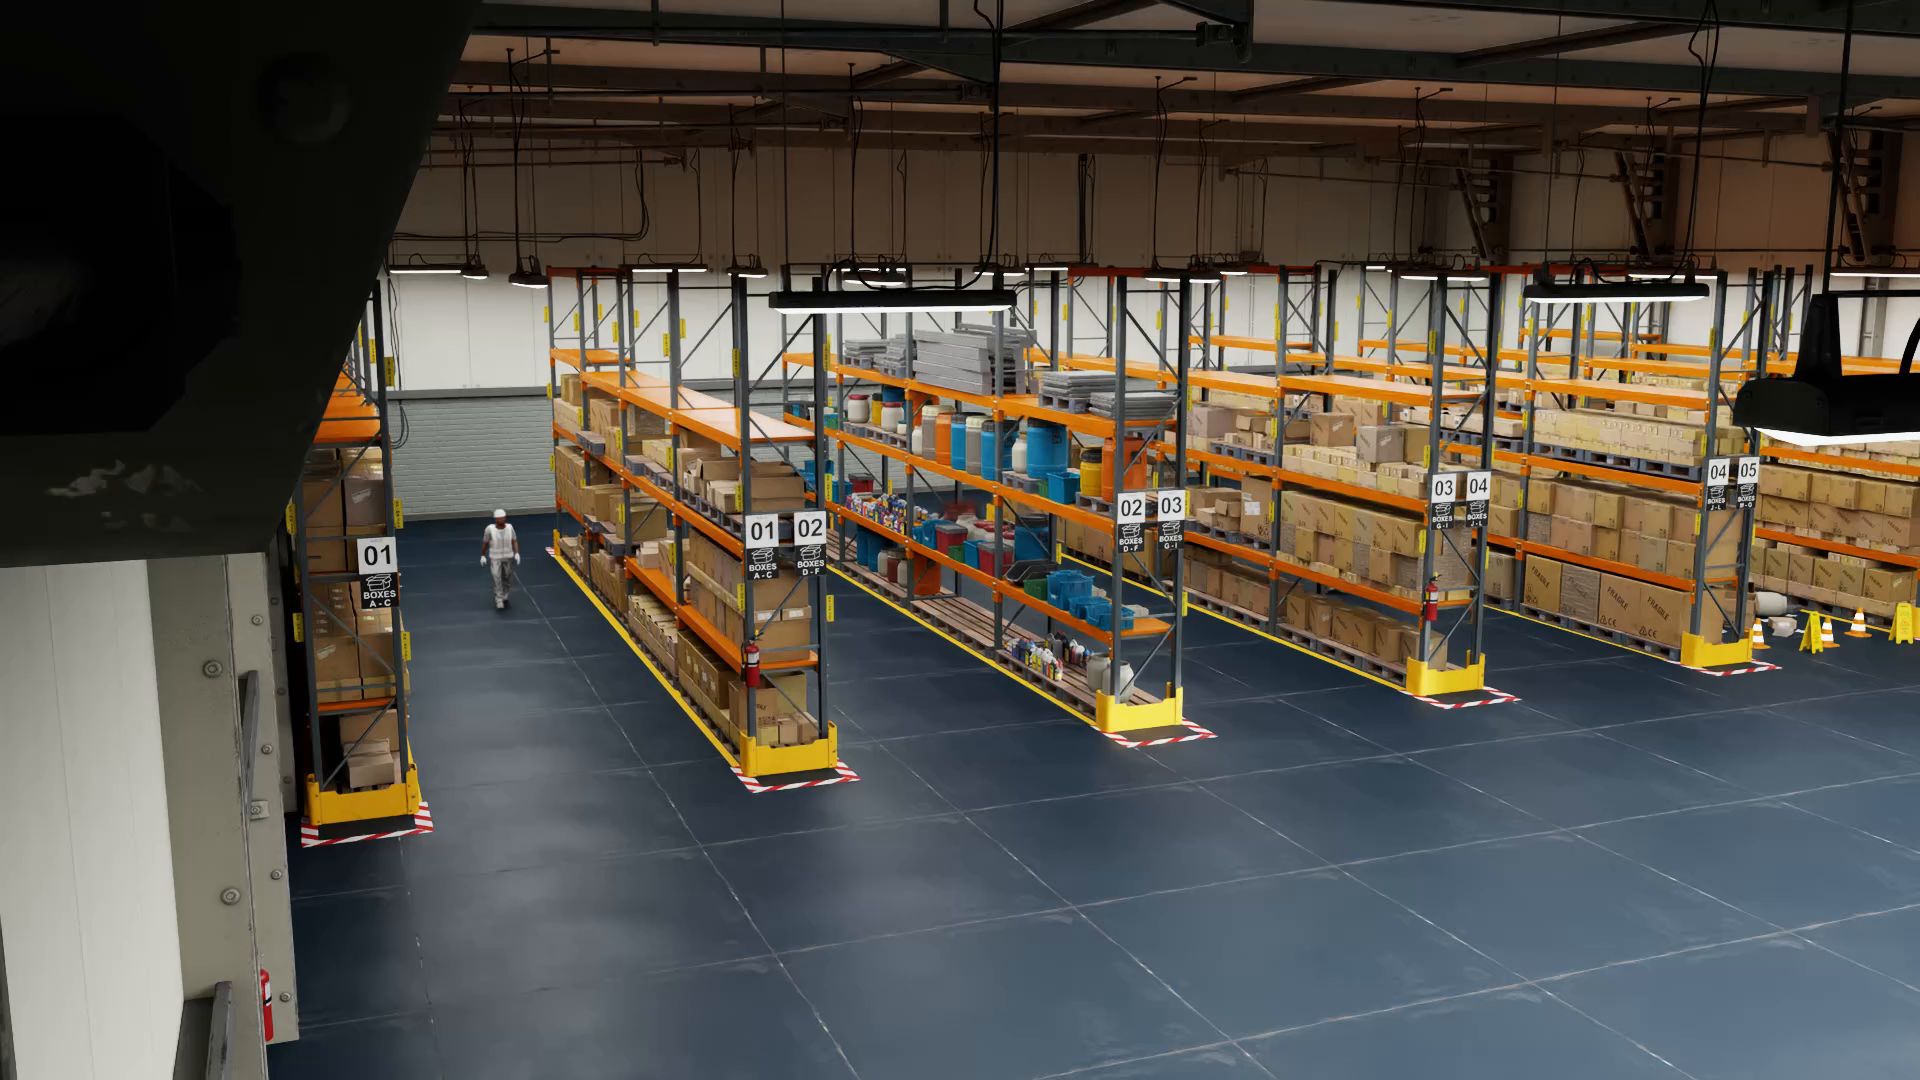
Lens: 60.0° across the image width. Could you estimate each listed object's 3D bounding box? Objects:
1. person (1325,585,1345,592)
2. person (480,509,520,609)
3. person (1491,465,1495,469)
[{"bbox_3d":[7.080,0.181,30.998,0.502,1.701,0.626,-6,11,-30],"label":"person"},{"bbox_3d":[-8.207,0.307,29.715,0.652,1.714,1.054,-5,11,-26],"label":"person"},{"bbox_3d":[11.432,-0.624,35.669,0.579,1.594,0.580,-9,13,-41],"label":"person"}]
